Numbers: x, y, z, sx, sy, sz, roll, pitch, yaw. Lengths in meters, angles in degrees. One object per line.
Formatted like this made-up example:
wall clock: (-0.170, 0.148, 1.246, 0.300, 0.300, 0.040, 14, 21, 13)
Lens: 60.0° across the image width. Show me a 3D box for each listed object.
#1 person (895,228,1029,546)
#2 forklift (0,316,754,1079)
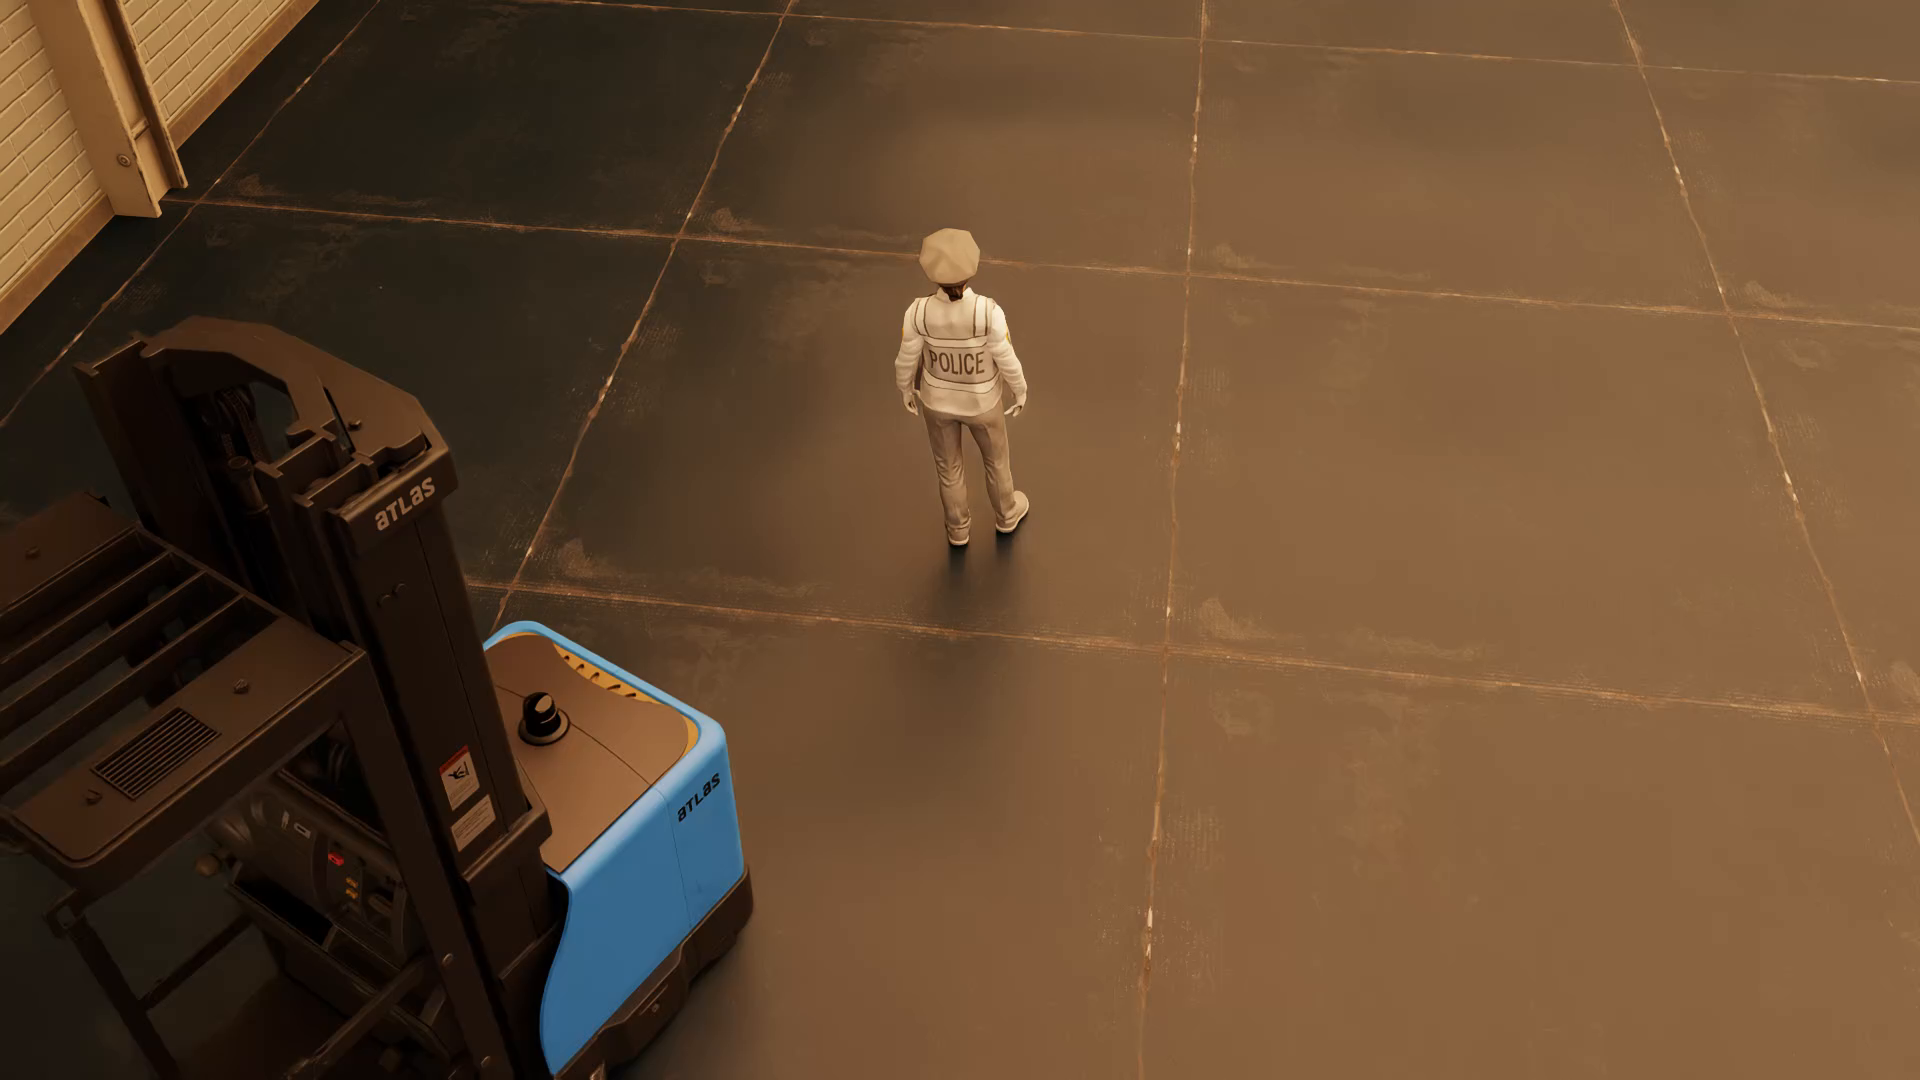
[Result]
person: (0.015, -0.675, 7.362, 0.587, 1.695, 0.531, 5, 43, 6)
forklift: (-2.021, 0.986, 4.651, 1.130, 2.935, 3.031, 25, 48, 24)
